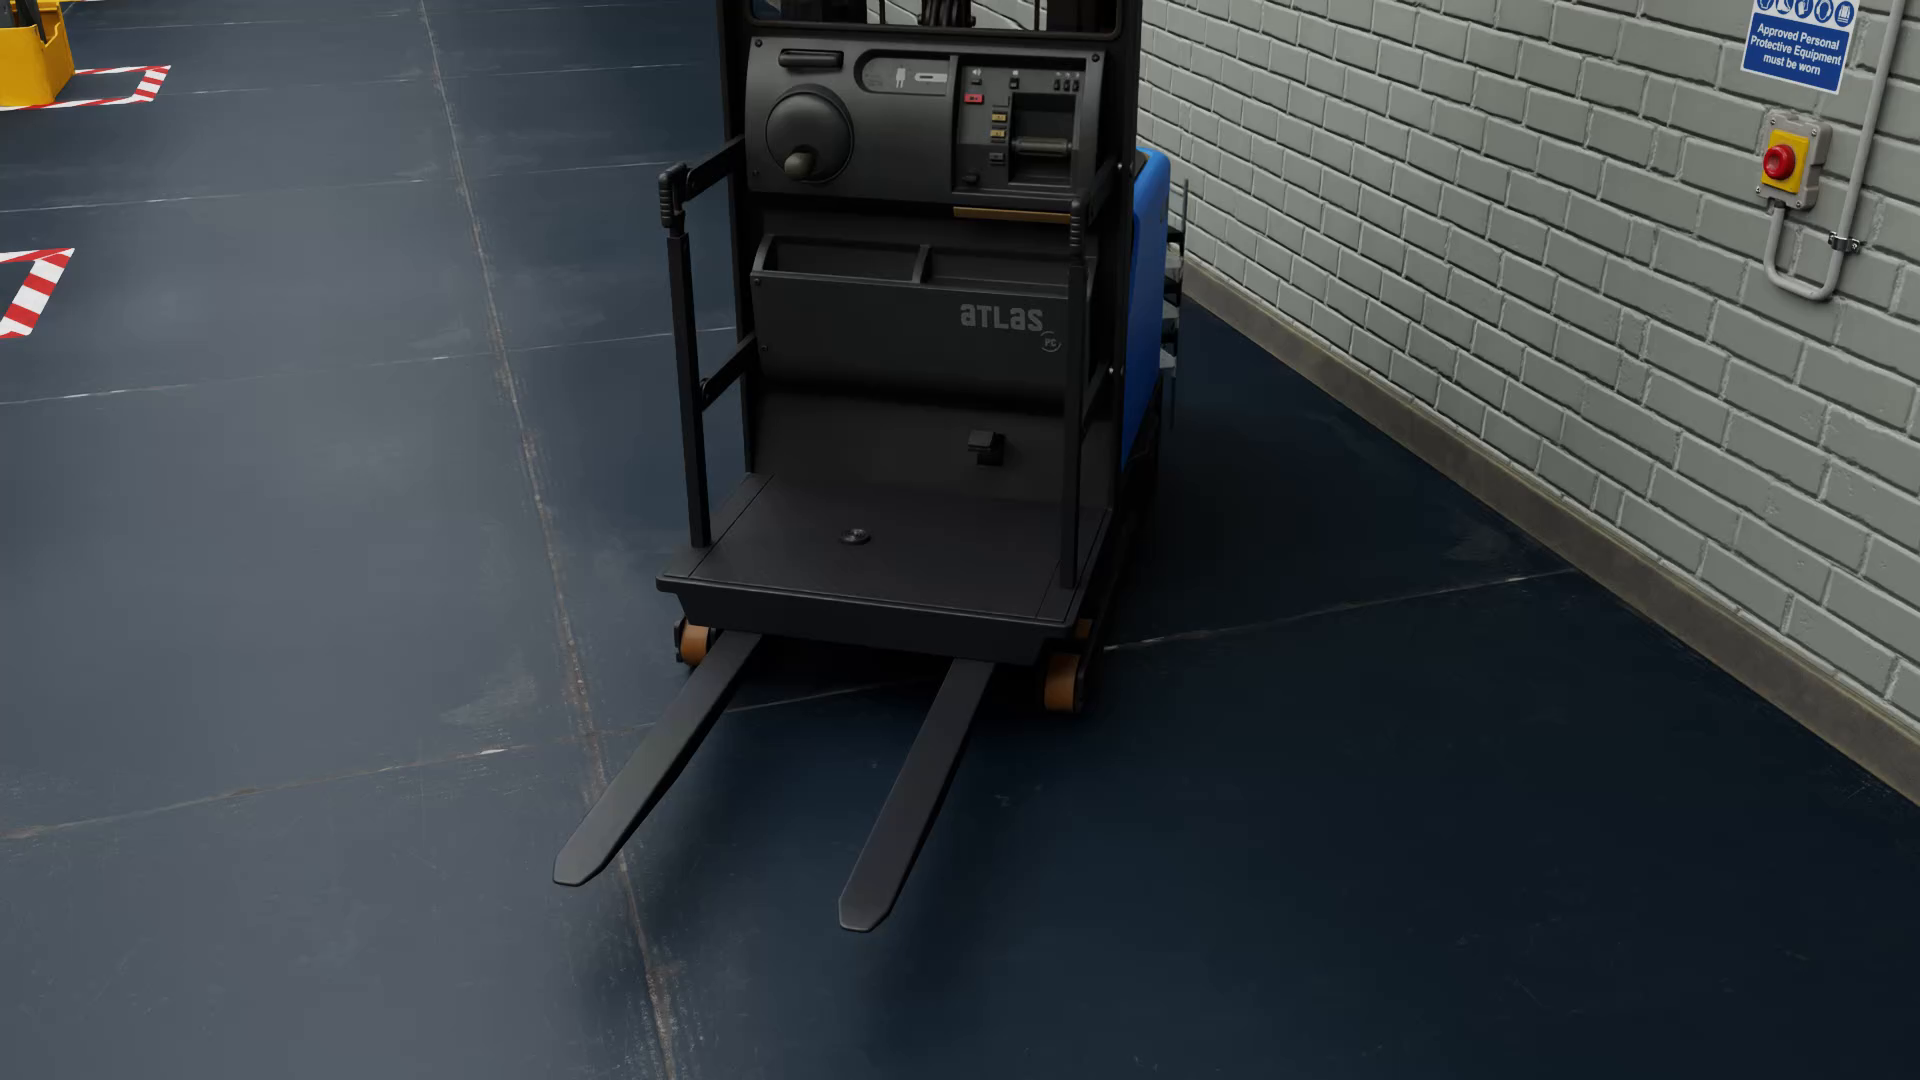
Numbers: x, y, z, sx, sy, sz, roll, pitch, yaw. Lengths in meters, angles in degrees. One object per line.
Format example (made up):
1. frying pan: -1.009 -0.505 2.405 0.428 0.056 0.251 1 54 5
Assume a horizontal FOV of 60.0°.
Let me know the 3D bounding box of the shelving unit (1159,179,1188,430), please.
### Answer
1. shelving unit: 0.641 -0.849 5.928 0.210 0.900 0.258 -6 24 -15

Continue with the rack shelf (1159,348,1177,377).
1. rack shelf: 0.639 -0.653 6.011 0.200 0.077 0.258 -6 24 -15

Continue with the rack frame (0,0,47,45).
1. rack frame: -6.436 -4.475 10.890 0.127 3.000 1.000 -8 28 -16

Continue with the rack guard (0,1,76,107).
1. rack guard: -6.413 -3.358 11.453 0.348 0.500 1.175 -8 28 -16

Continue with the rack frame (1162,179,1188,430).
1. rack frame: 0.739 -0.860 5.955 0.006 0.900 0.240 -6 24 -15

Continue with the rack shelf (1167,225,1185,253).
1. rack shelf: 0.643 -1.067 5.835 0.200 0.077 0.258 -6 24 -15

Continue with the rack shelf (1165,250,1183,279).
1. rack shelf: 0.642 -0.984 5.870 0.200 0.077 0.258 -6 24 -15

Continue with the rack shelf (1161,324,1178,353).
1. rack shelf: 0.640 -0.736 5.976 0.200 0.077 0.258 -6 24 -15

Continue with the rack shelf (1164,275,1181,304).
1. rack shelf: 0.642 -0.901 5.905 0.200 0.077 0.258 -6 24 -15

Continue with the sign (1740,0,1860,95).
1. sign: 2.031 -1.221 4.032 0.001 0.218 0.327 -8 28 -16

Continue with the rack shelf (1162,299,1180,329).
1. rack shelf: 0.641 -0.819 5.941 0.200 0.077 0.258 -6 24 -15

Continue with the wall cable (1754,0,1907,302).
1. wall cable: 1.987 -1.540 3.801 0.123 1.953 0.585 -8 28 -16

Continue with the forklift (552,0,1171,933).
1. forklift: -0.146 -1.044 4.056 1.130 2.935 3.031 6 27 12
